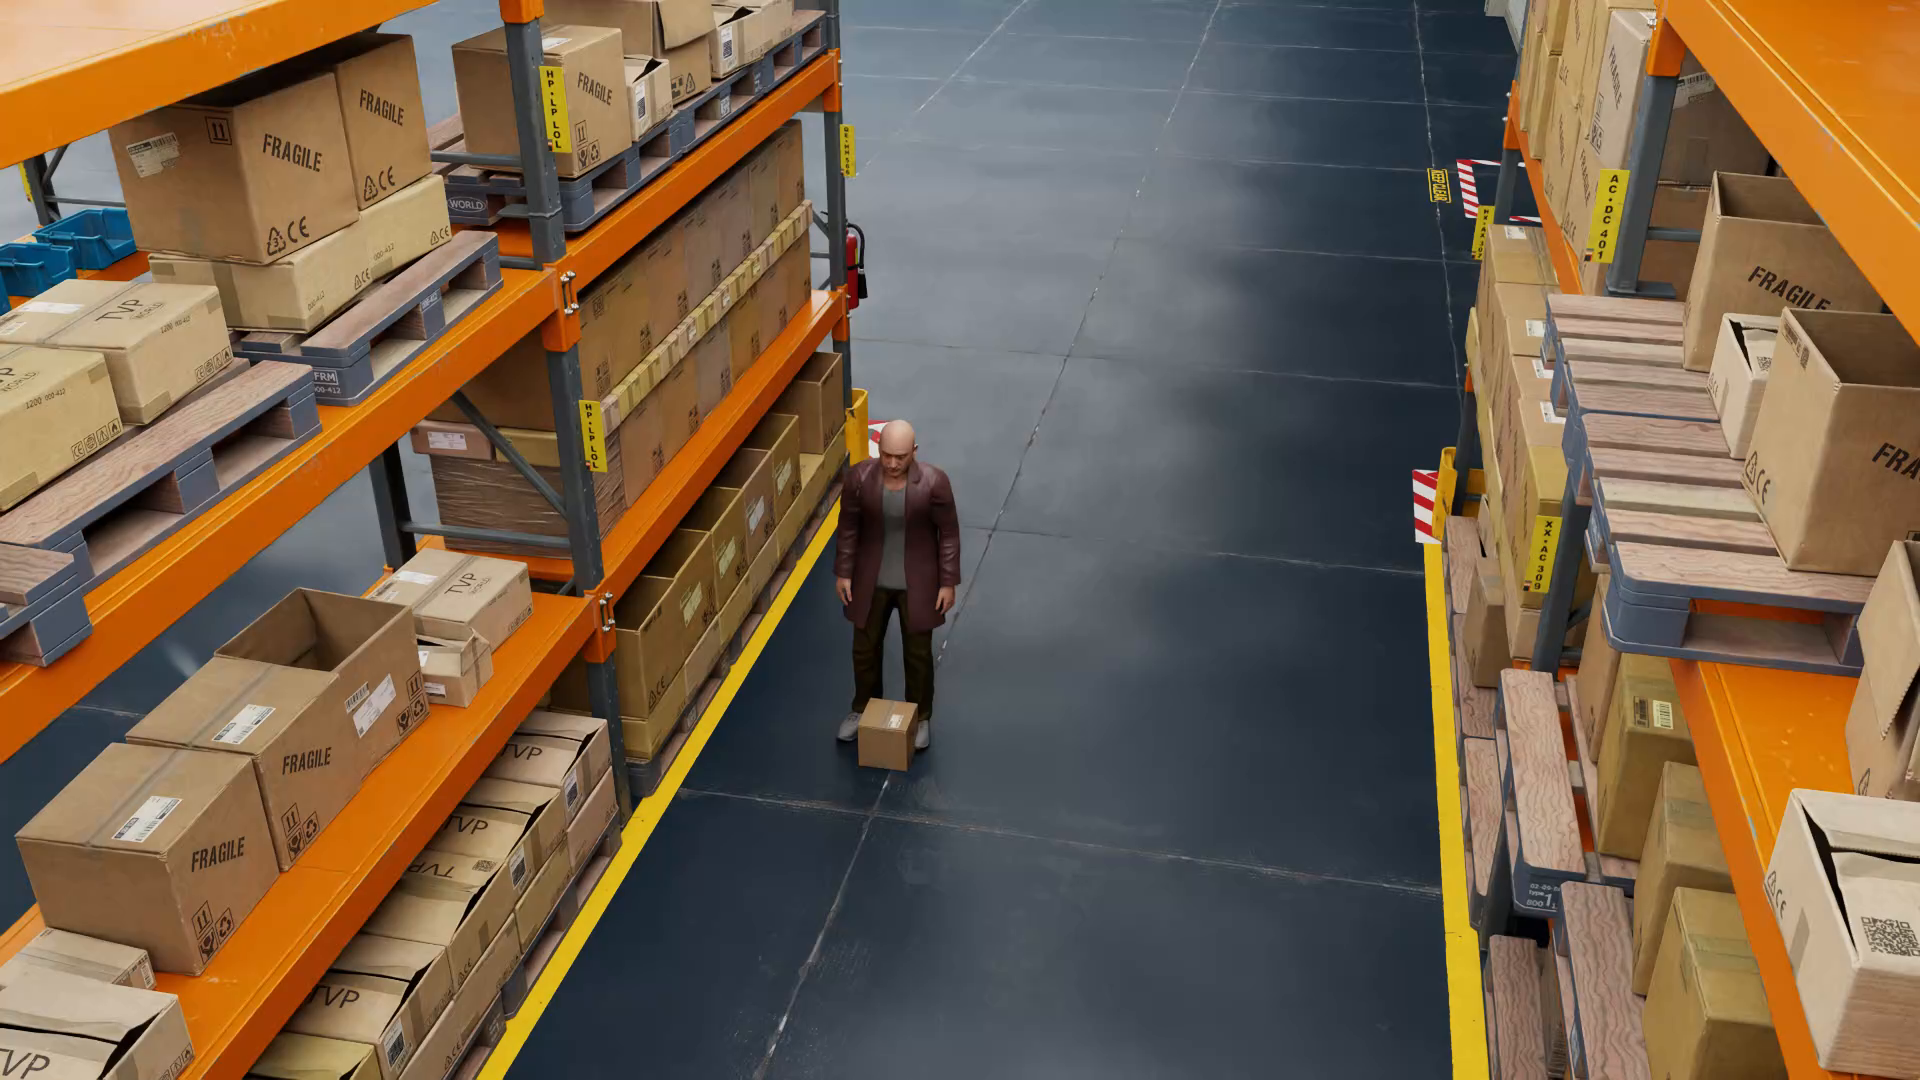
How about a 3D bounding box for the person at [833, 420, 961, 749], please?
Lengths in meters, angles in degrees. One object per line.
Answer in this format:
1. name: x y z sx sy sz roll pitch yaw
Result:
1. person: -0.314 0.202 8.267 0.647 1.772 0.429 4 29 8
